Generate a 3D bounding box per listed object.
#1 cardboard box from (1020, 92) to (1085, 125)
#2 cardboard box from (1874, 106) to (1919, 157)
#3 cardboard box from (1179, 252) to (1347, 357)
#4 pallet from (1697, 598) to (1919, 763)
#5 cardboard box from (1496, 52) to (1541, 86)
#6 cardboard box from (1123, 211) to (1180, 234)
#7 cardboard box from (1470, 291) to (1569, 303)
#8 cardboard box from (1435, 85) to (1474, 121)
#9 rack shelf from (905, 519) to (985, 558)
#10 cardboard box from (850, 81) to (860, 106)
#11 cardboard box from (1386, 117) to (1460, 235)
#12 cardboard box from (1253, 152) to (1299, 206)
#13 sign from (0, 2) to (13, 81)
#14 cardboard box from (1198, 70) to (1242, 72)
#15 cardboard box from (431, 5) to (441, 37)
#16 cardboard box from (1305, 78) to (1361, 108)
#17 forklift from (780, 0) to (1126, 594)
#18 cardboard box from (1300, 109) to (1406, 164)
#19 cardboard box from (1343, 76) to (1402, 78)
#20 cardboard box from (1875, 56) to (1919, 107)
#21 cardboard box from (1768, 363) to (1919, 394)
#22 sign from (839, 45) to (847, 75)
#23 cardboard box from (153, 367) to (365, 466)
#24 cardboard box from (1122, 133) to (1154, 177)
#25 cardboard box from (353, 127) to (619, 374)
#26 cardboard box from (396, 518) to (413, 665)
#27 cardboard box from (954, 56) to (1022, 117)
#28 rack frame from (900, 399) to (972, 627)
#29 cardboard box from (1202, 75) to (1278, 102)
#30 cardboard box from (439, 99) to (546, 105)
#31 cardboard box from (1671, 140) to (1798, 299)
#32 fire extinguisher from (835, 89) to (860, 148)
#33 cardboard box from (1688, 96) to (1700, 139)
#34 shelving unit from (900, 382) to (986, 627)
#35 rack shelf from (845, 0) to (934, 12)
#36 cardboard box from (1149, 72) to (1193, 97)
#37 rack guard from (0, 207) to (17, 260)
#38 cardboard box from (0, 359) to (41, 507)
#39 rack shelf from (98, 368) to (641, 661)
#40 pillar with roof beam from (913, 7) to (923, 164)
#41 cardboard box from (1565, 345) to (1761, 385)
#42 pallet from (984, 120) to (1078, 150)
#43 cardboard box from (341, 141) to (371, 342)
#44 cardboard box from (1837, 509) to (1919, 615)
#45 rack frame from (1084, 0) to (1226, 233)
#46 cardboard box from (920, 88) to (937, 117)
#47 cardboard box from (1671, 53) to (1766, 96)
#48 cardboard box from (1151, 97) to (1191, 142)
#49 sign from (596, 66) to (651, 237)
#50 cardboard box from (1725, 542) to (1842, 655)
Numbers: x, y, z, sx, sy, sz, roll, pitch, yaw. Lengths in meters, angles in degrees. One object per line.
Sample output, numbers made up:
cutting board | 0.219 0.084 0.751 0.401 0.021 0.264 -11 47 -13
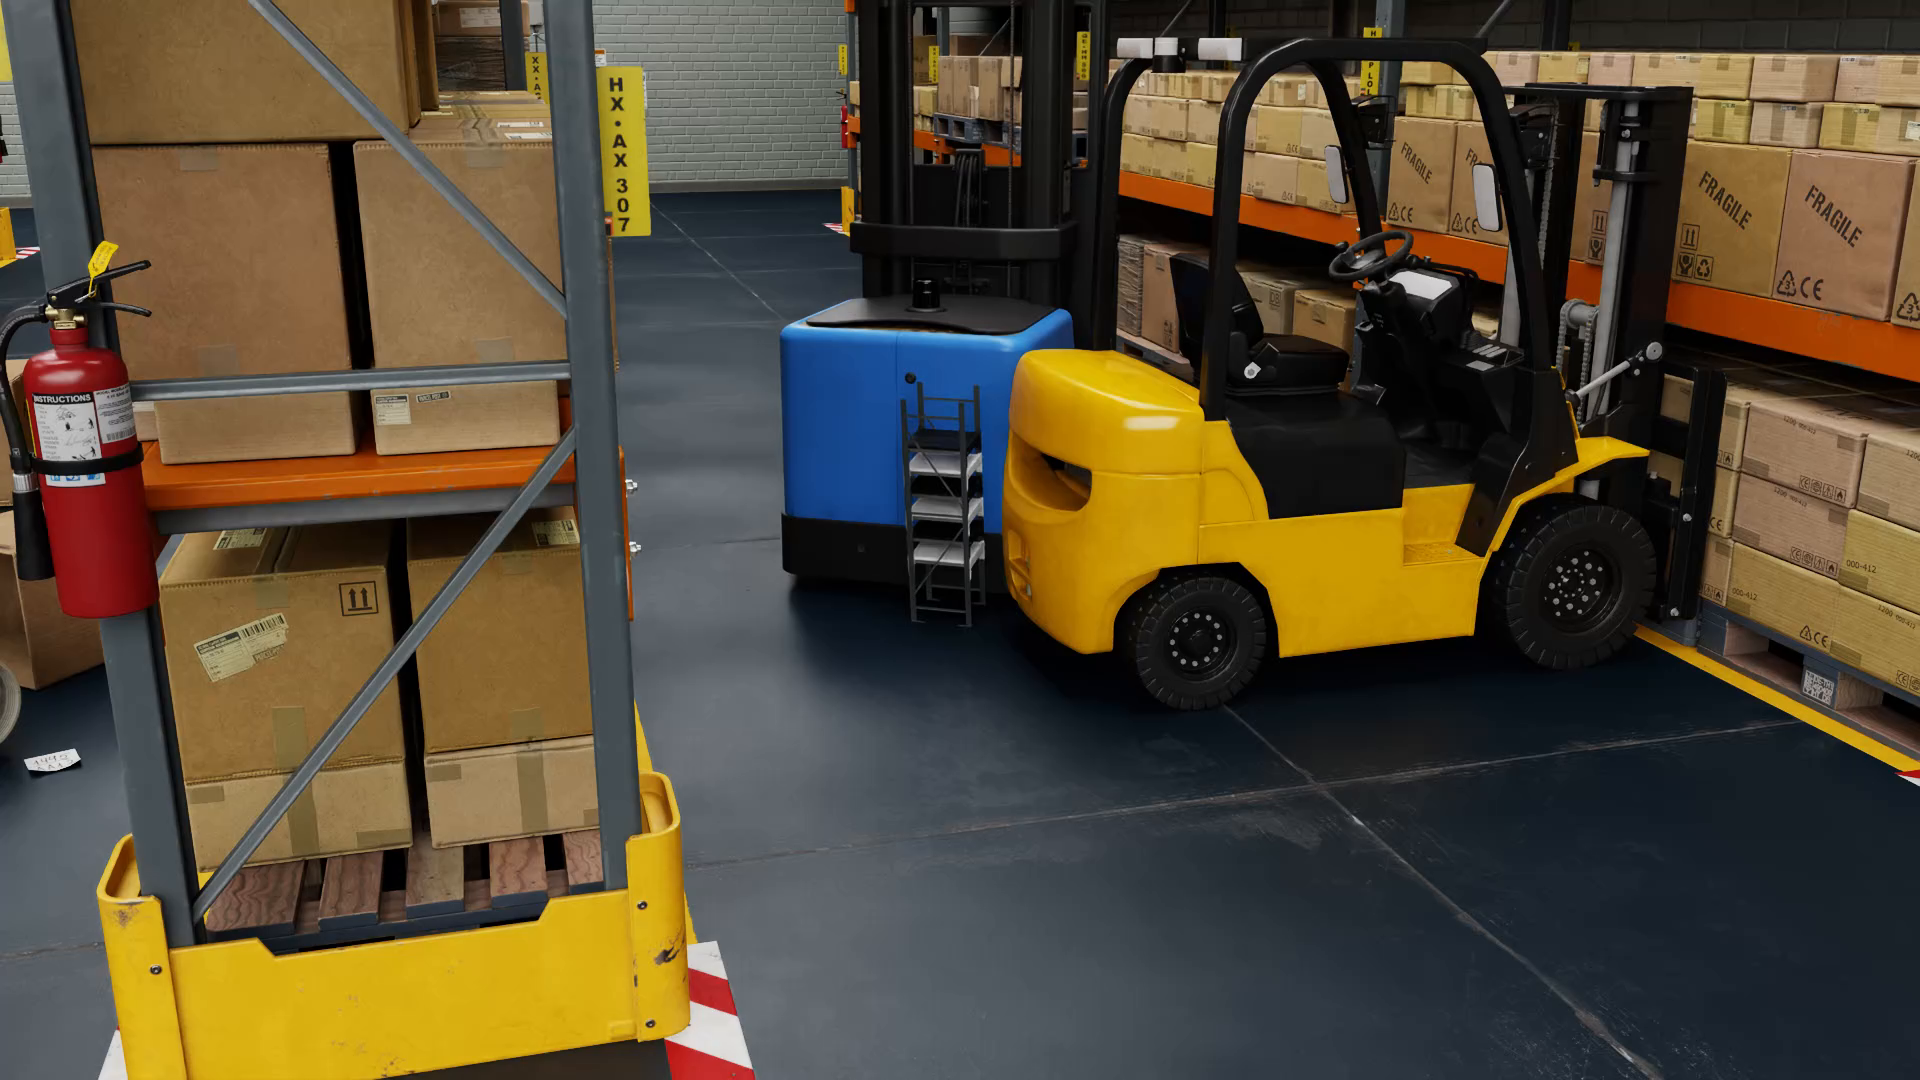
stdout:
cardboard box | 0.783 -3.307 12.778 0.500 0.250 0.500 -6 18 -18
cardboard box | 3.107 -1.276 5.184 0.380 0.149 0.250 -4 17 -14
cardboard box | 1.915 -1.435 10.414 0.875 0.625 0.625 -5 18 -18
pallet | 3.333 0.429 5.658 1.003 0.211 1.213 -5 17 -15
cardboard box | 2.495 -1.980 7.011 0.380 0.149 0.250 -4 17 -14
cardboard box | 1.494 -2.470 12.950 0.380 0.149 0.250 -4 17 -14
cardboard box | 2.805 -1.047 8.036 0.500 0.250 0.500 -4 17 -14
cardboard box | 2.391 -1.983 7.538 0.380 0.149 0.250 -4 17 -14
rack shelf | -0.054 -0.016 6.334 0.258 0.077 0.200 5 24 15
cardboard box | -0.948 -5.048 18.787 0.500 0.250 0.500 -5 17 -15
cardboard box | 2.355 -1.709 7.755 0.500 0.500 0.500 -5 17 -17
cardboard box | 1.950 -1.990 9.125 0.500 0.250 0.500 -5 17 -16
sign | -1.728 -0.973 2.914 0.100 0.325 0.005 -5 17 -15
cardboard box | 1.848 -3.132 11.365 0.380 0.149 0.250 -4 17 -14
cardboard box | -2.475 -2.564 8.225 0.380 0.149 0.250 -4 17 -12
cardboard box | 2.071 -2.382 8.867 0.380 0.149 0.250 -5 17 -15
forklift | 0.175 -1.577 7.607 1.130 2.935 3.031 5 17 15
cardboard box | 2.103 -2.088 8.581 0.500 0.250 0.500 -5 17 -16
cardboard box | 2.368 -2.565 9.476 0.380 0.149 0.250 -5 17 -15
cardboard box | 3.086 -1.418 5.140 0.380 0.149 0.250 -4 17 -14
cardboard box | 3.365 -0.487 6.169 0.500 0.250 0.500 -5 17 -16
sign | -1.336 -5.496 19.029 0.100 0.325 0.005 -5 17 -15
cardboard box | -1.497 -0.271 3.578 0.380 0.149 0.250 -4 17 -13
cardboard box | 1.405 -2.558 11.014 0.500 0.250 0.500 -5 17 -16
cardboard box | -1.052 -0.648 3.705 0.500 0.500 0.500 -5 17 -16
cardboard box | -1.806 0.107 4.629 0.500 0.500 0.500 -4 17 -13
cardboard box | 0.345 -3.972 14.557 0.700 0.500 0.500 -5 17 -15
rack frame | -0.086 -0.090 6.196 0.240 0.900 0.006 5 24 15
cardboard box | 1.649 -2.659 9.788 0.380 0.149 0.250 -5 17 -17
cardboard box | -1.632 -1.214 5.587 0.500 0.500 0.500 -4 17 -14
cardboard box | 2.920 -1.148 5.885 0.500 0.500 0.500 -5 17 -16
fire extinguisher | -1.299 -4.913 19.375 0.296 0.674 0.183 -5 17 -15
cardboard box | 2.860 -1.560 6.130 0.380 0.149 0.250 -5 17 -16
shelving unit | -0.058 -0.130 6.286 0.258 0.900 0.210 5 24 15
rack shelf | -0.264 -5.663 17.127 1.077 0.370 4.000 -5 17 -15
cardboard box | 1.443 -2.944 10.739 0.380 0.149 0.250 -4 17 -15
rack guard | -10.296 -3.093 16.881 1.175 0.500 0.348 -5 17 -15
cardboard box | -3.991 -0.428 6.691 0.500 0.500 0.500 -5 17 -15
rack shelf | -1.738 -0.514 5.199 1.077 0.370 4.000 -5 17 -15
pillar with roof beam | -4.828 -8.474 20.021 9.100 9.000 0.400 -5 17 -15
cardboard box | 2.730 -0.585 6.496 0.500 0.250 0.500 -5 17 -16
pallet | 0.846 -3.357 13.747 1.003 0.211 1.213 -5 17 -15
cardboard box | -1.736 -0.763 4.086 0.500 0.500 0.500 -5 17 -15
cardboard box | 3.149 0.068 5.192 0.500 0.250 0.500 -5 17 -16
rack frame | 1.384 -2.911 11.930 1.000 3.000 0.127 -5 17 -15
cardboard box | -0.089 -4.210 15.997 0.500 0.250 0.500 -4 17 -14
cardboard box | 2.855 -1.706 6.098 0.380 0.149 0.250 -4 17 -14
cardboard box | 1.534 -2.652 10.459 0.500 0.250 0.500 -5 17 -17
sign | -0.667 -0.763 3.272 0.100 0.325 0.005 -5 17 -15
cardboard box | 3.023 0.174 5.708 0.500 0.250 0.500 -5 17 -15
